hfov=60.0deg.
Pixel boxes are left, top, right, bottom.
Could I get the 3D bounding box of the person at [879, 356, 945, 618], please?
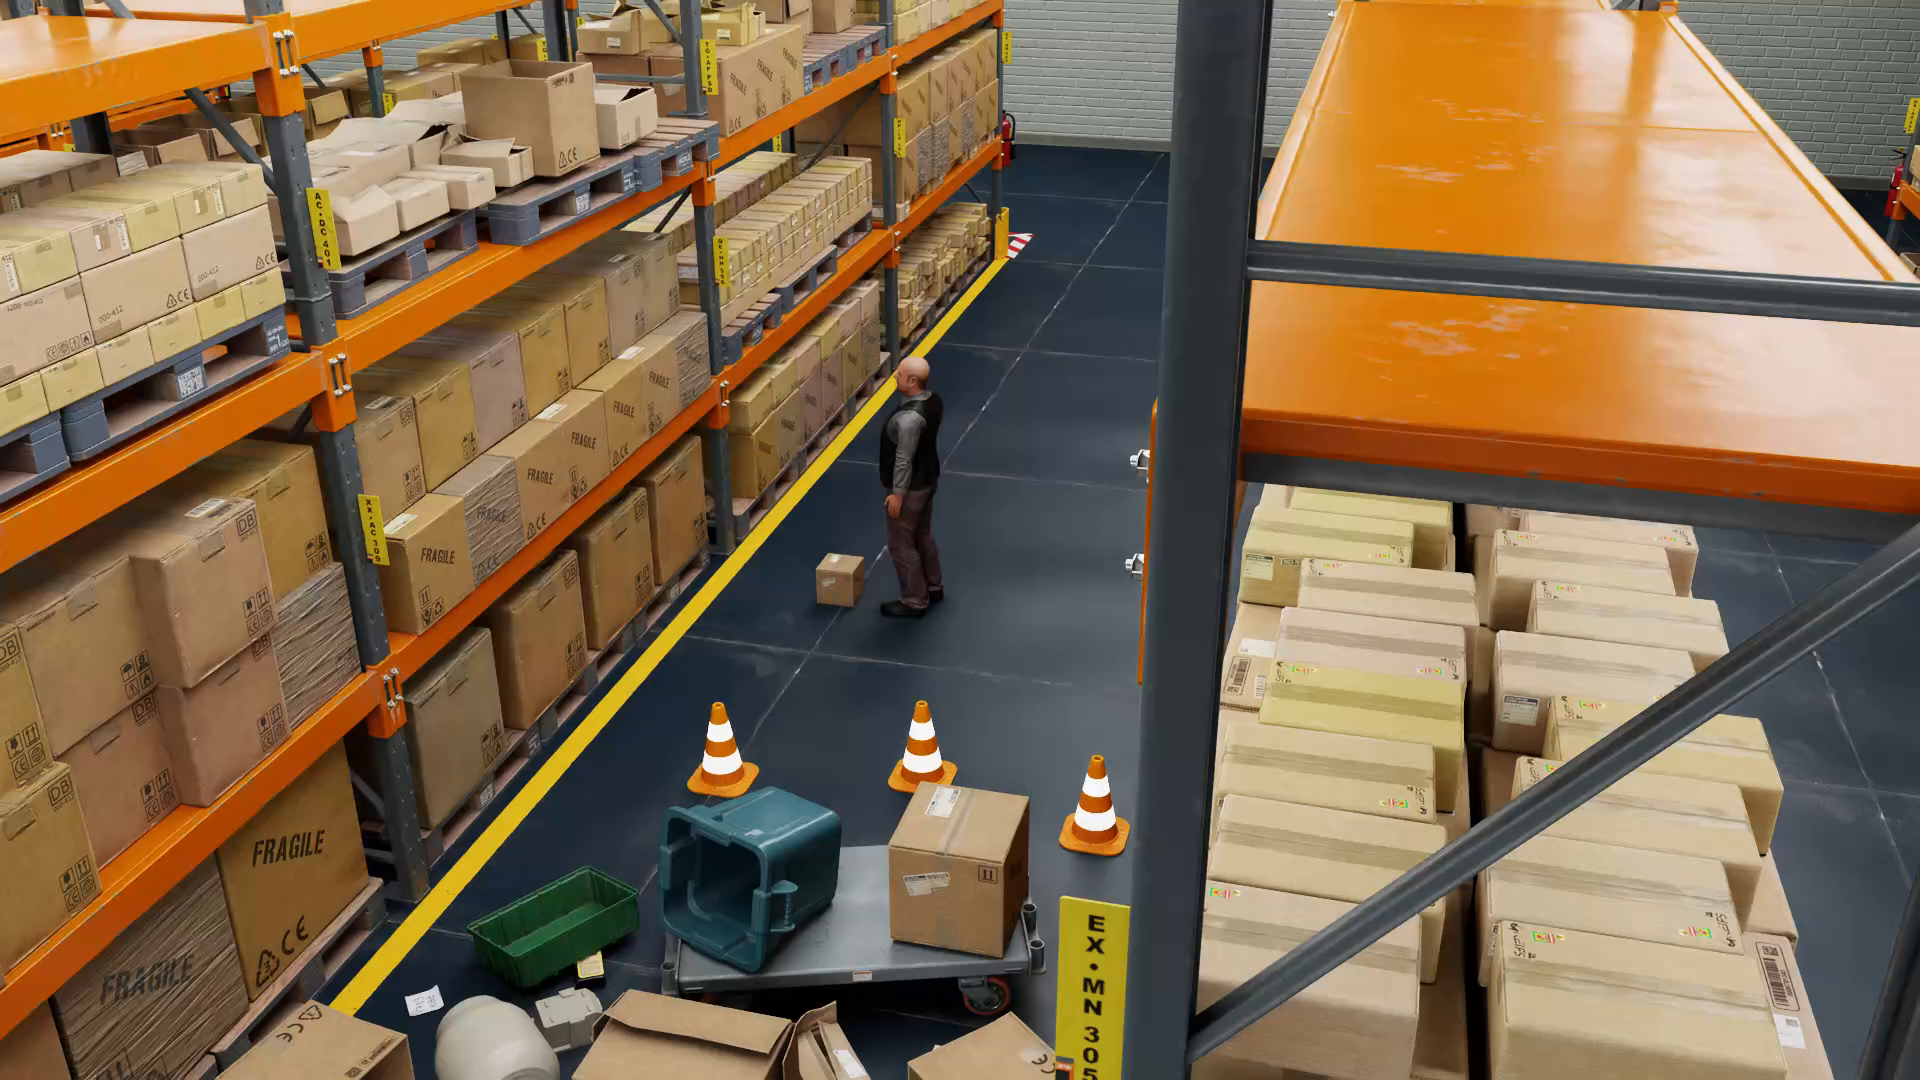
[{"bbox_3d":[-0.315,-0.321,10.479,0.362,1.756,0.531,7,26,14],"label":"person"}]
